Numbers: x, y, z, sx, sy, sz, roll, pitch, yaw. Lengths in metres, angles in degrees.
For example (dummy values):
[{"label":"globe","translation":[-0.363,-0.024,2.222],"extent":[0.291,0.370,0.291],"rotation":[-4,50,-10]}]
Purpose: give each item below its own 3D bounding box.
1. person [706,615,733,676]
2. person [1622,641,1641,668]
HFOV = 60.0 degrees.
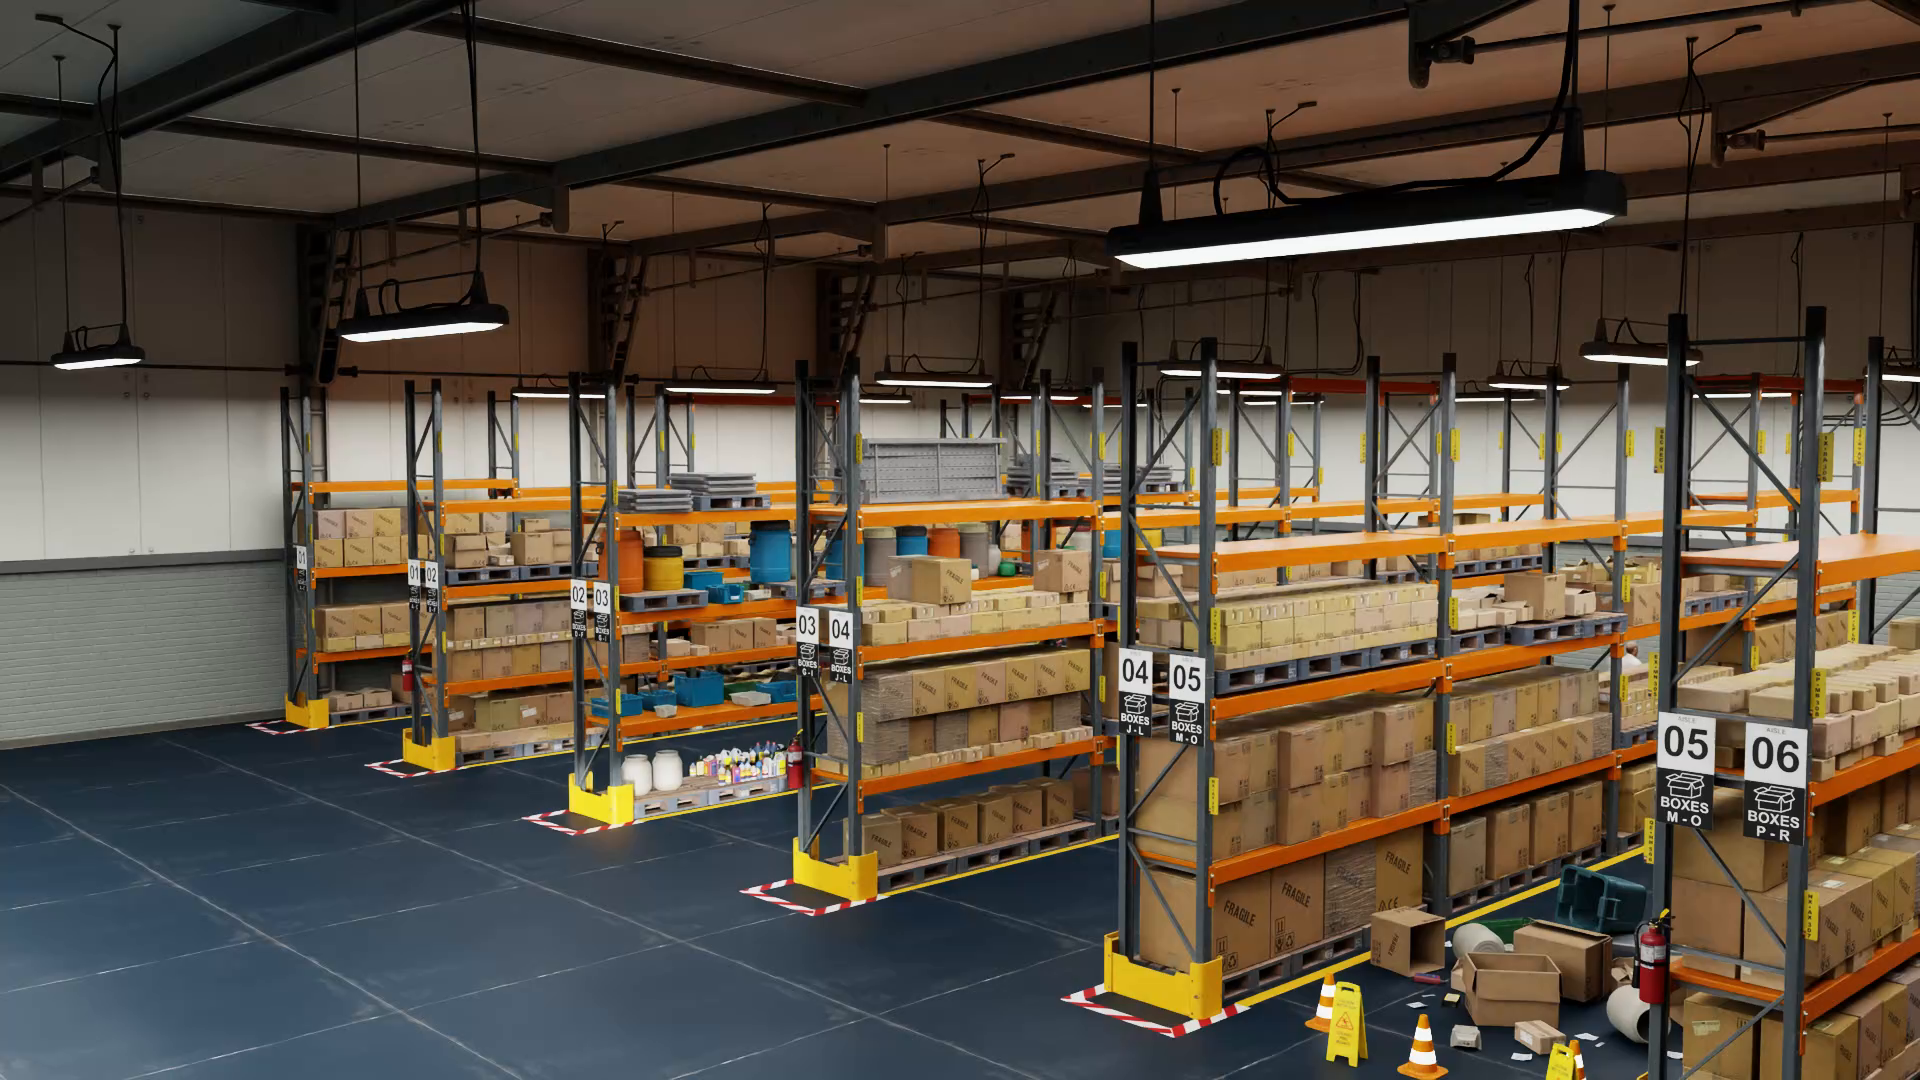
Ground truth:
[{"label":"person","translation":[-4.843,2.249,33.139],"extent":[0.477,1.643,0.742],"rotation":[2,4,25]},{"label":"person","translation":[10.909,2.543,27.160],"extent":[0.564,1.776,0.620],"rotation":[-1,4,-16]}]
